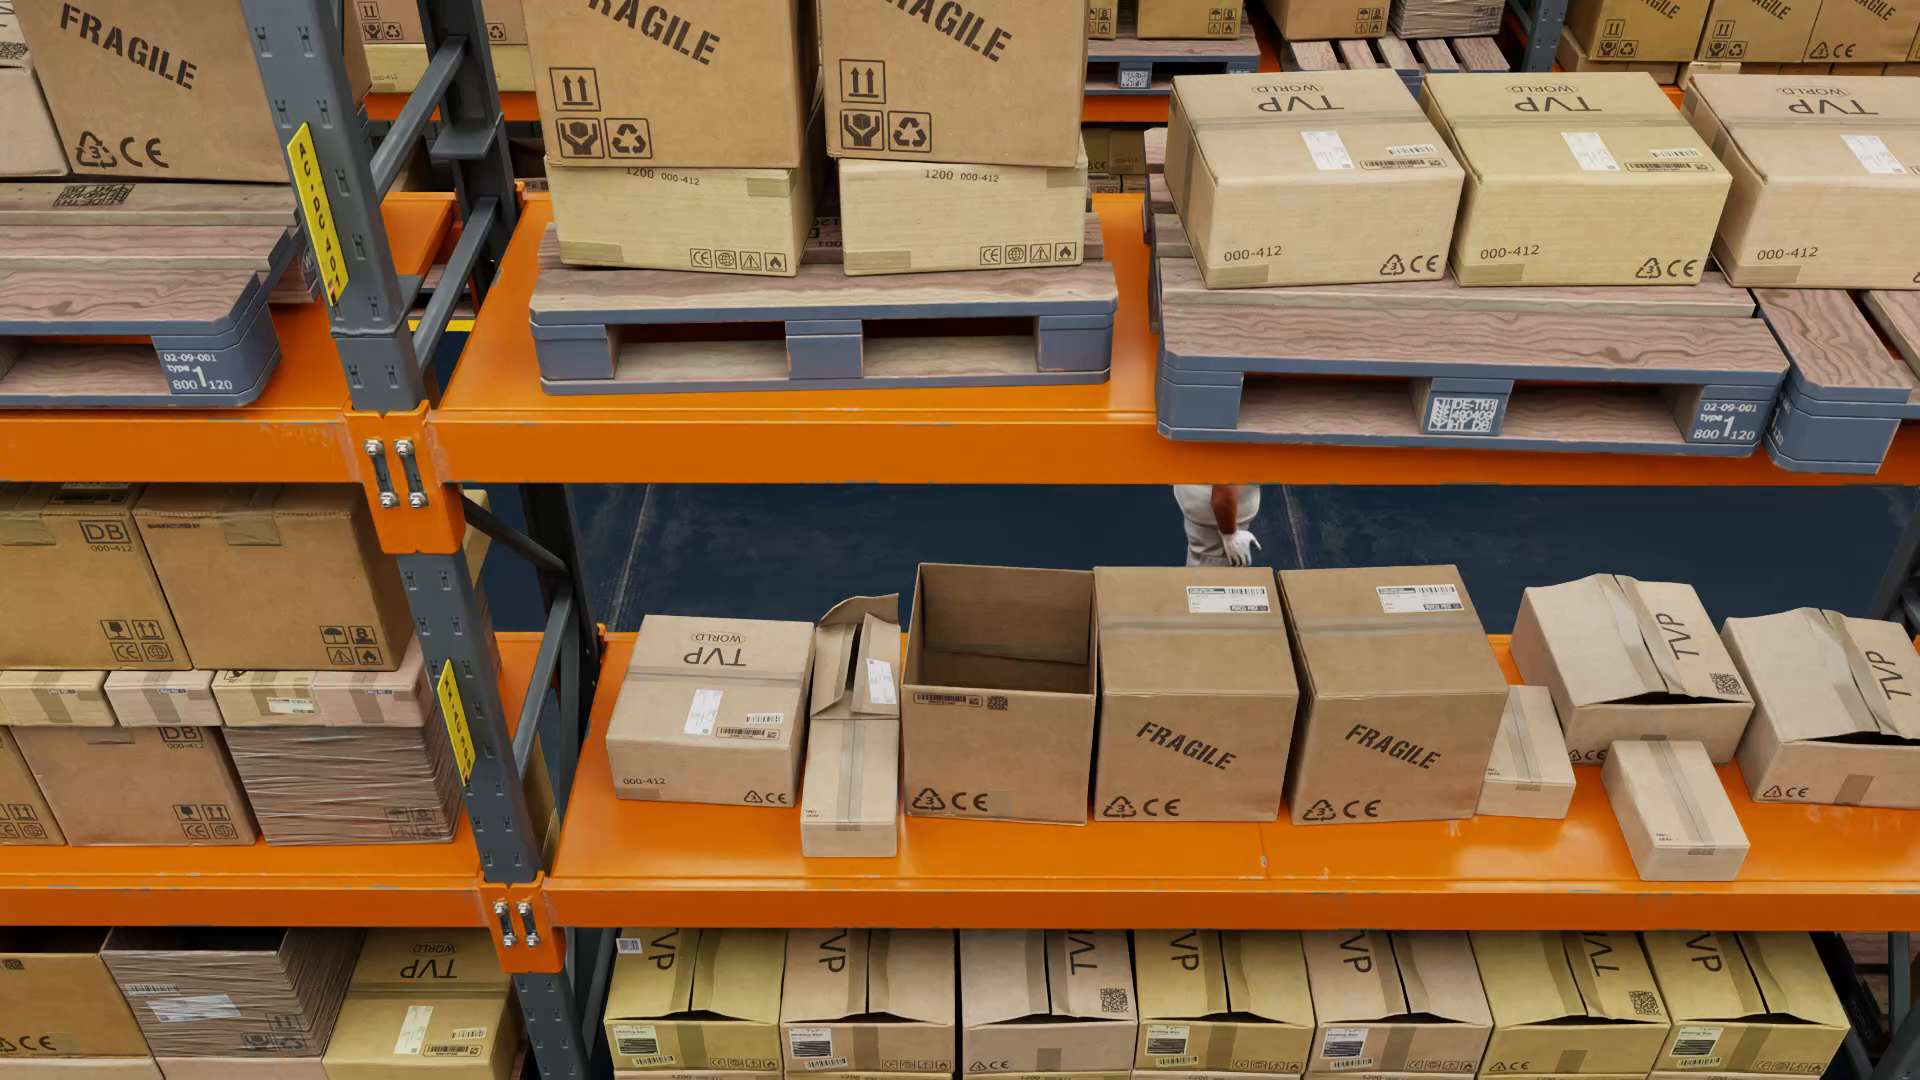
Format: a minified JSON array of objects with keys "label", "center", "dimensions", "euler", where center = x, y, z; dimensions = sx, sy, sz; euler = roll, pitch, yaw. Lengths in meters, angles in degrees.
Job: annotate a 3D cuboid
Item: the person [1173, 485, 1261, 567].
[{"label":"person","center":[1.059,-0.157,6.318],"dimensions":[0.625,1.786,0.562],"euler":[-3,39,-3]}]
